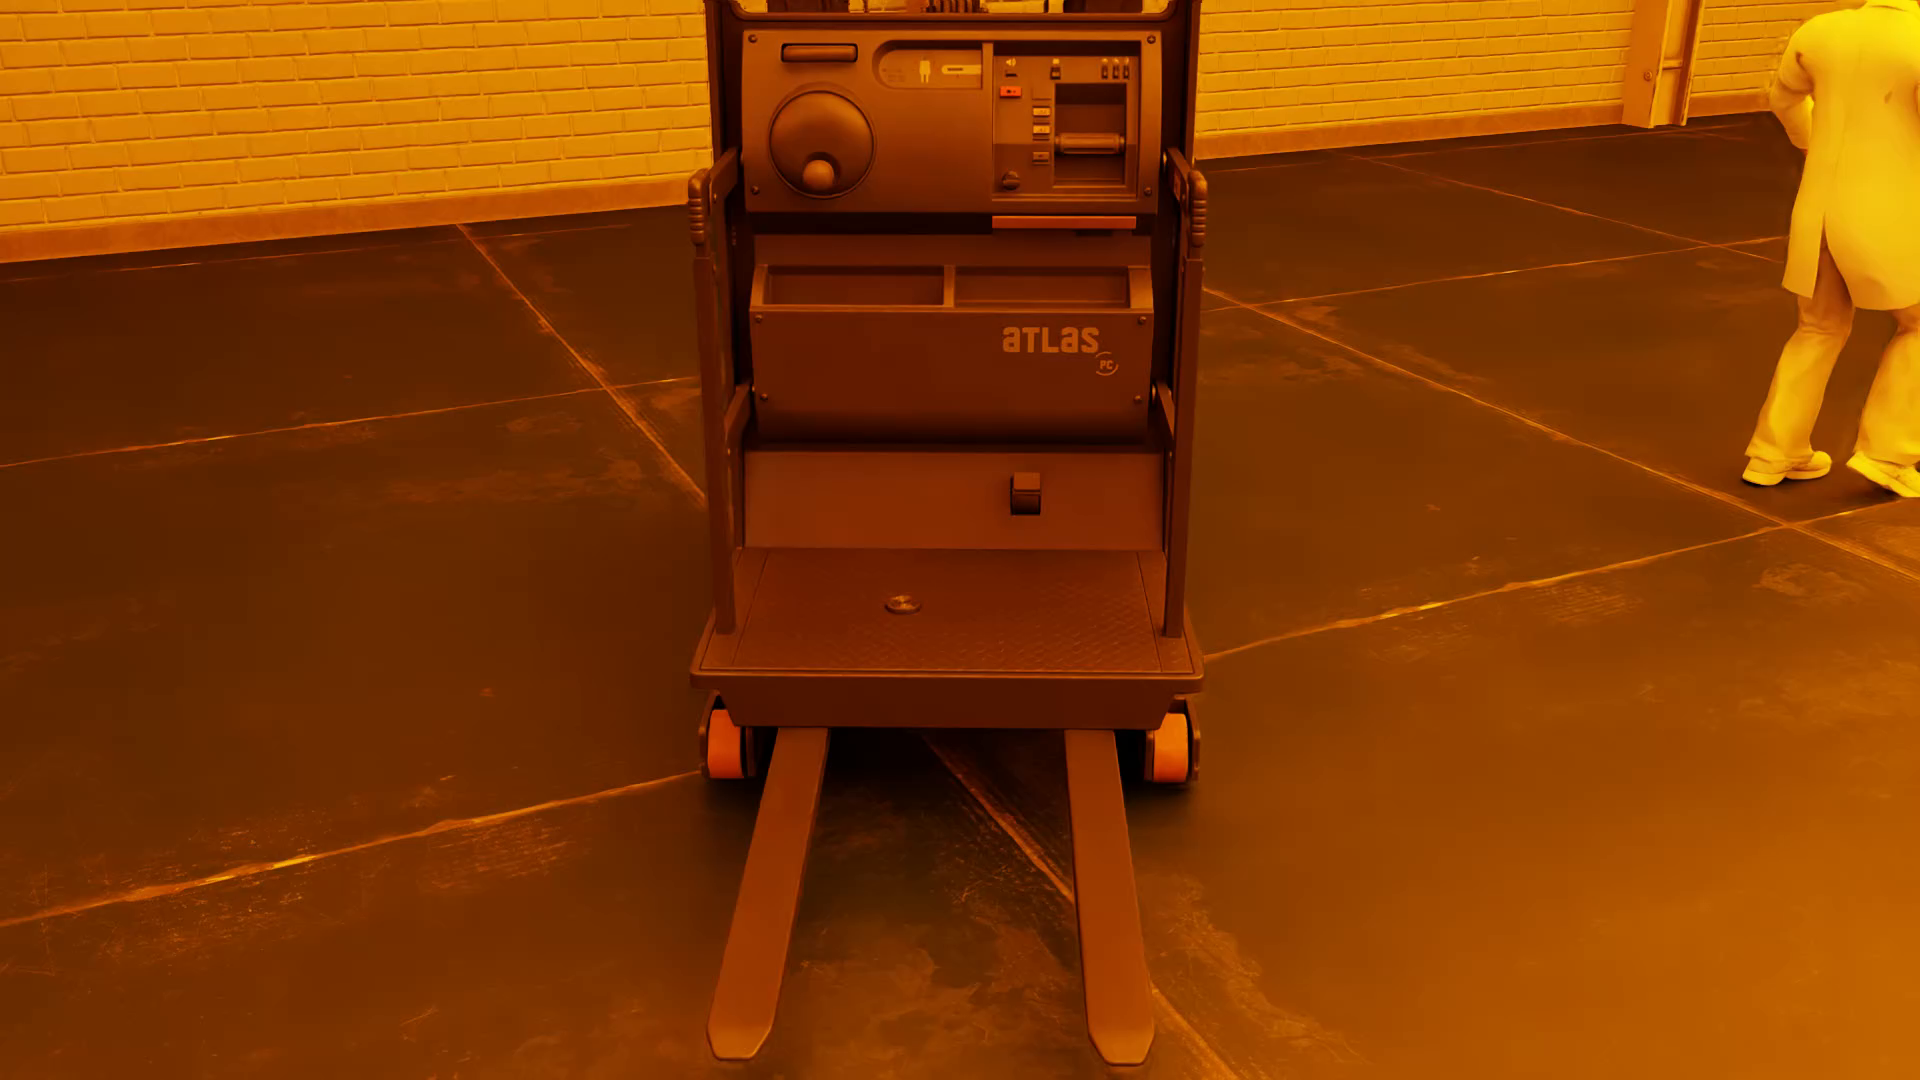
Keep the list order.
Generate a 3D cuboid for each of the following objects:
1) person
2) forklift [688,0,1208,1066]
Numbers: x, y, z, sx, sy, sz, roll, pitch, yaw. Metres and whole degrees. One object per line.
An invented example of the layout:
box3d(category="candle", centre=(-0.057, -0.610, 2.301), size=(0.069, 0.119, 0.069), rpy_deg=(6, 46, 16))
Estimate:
box3d(category="person", centre=(2.910, -0.986, 5.270), size=(0.559, 1.809, 0.994), rpy_deg=(-8, 24, -18))
box3d(category="forklift", centre=(-0.021, -0.920, 3.502), size=(1.130, 2.935, 3.031), rpy_deg=(0, 23, 1))
